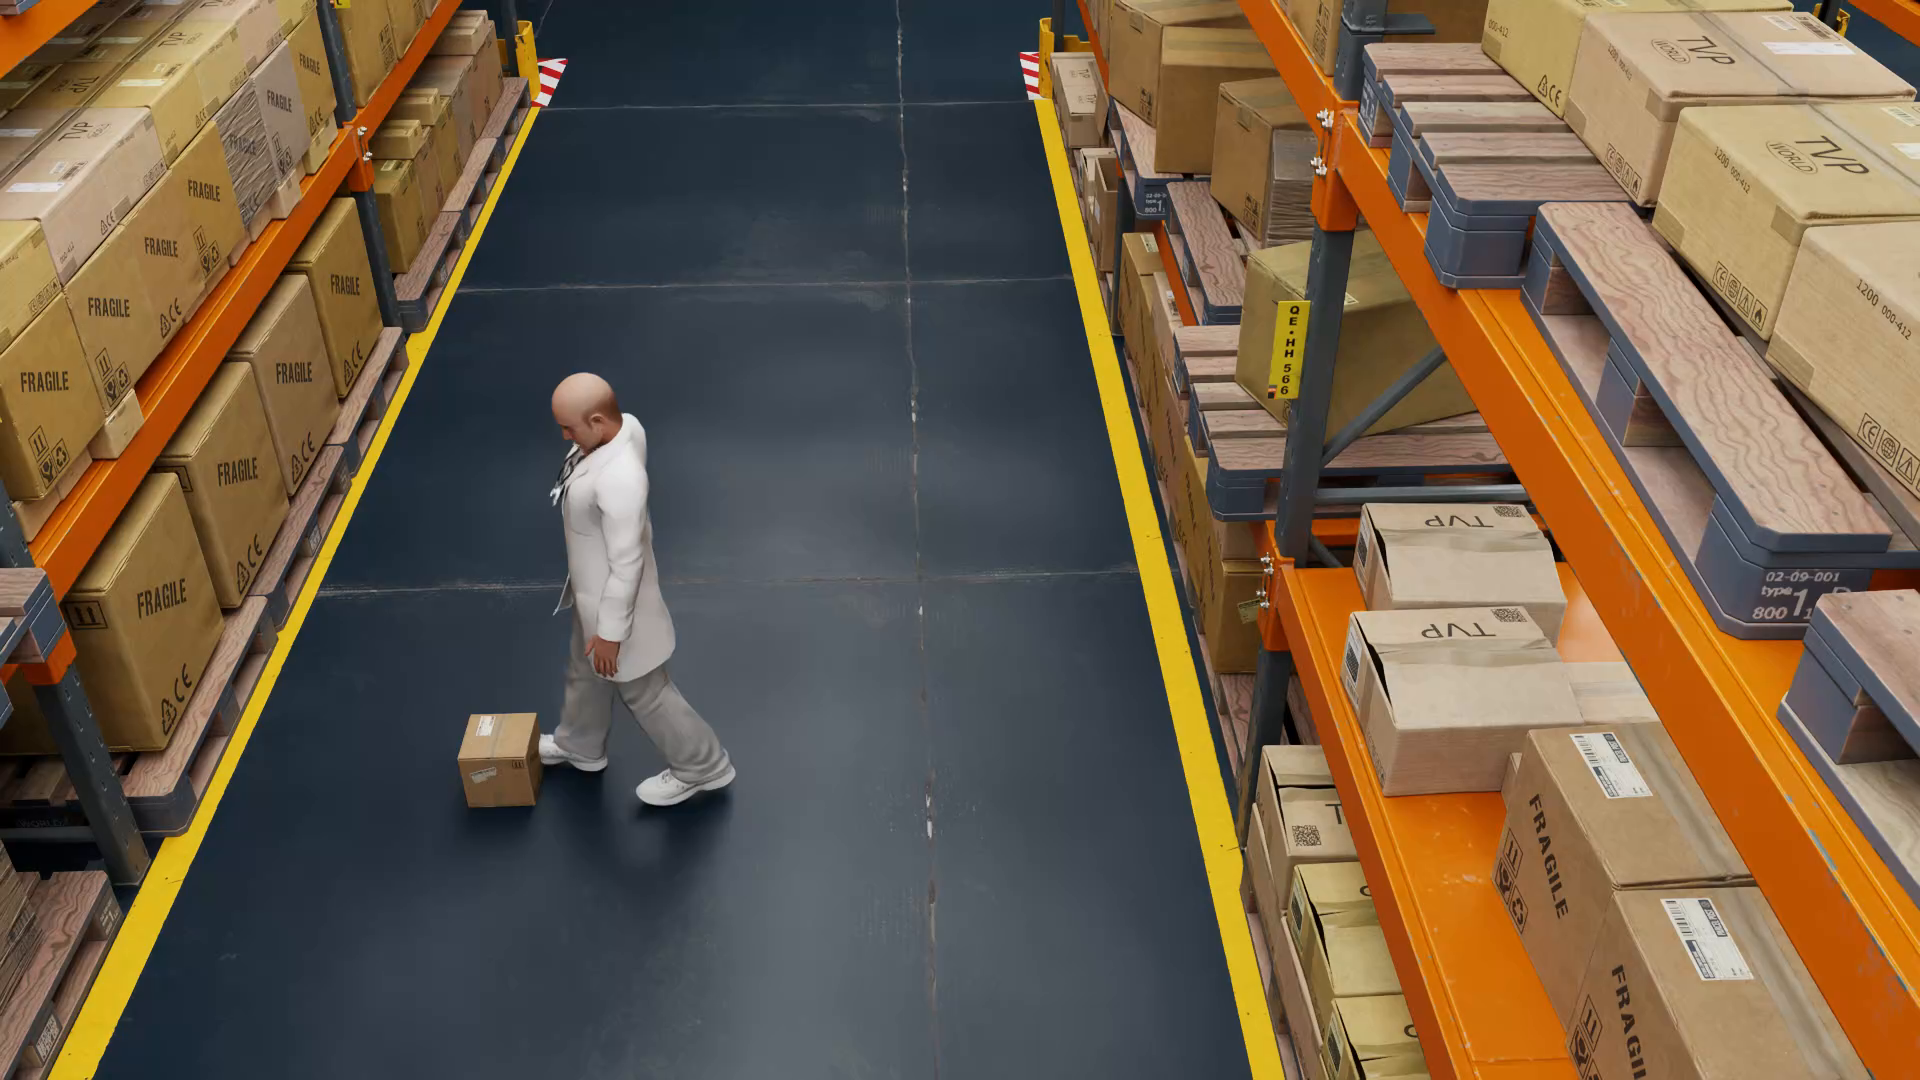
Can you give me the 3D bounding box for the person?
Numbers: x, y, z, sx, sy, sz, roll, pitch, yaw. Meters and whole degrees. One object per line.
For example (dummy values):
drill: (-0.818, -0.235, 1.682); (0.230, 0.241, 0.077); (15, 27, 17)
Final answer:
person: (-1.280, 0.198, 5.859); (0.840, 1.752, 0.635); (-6, 35, -8)
